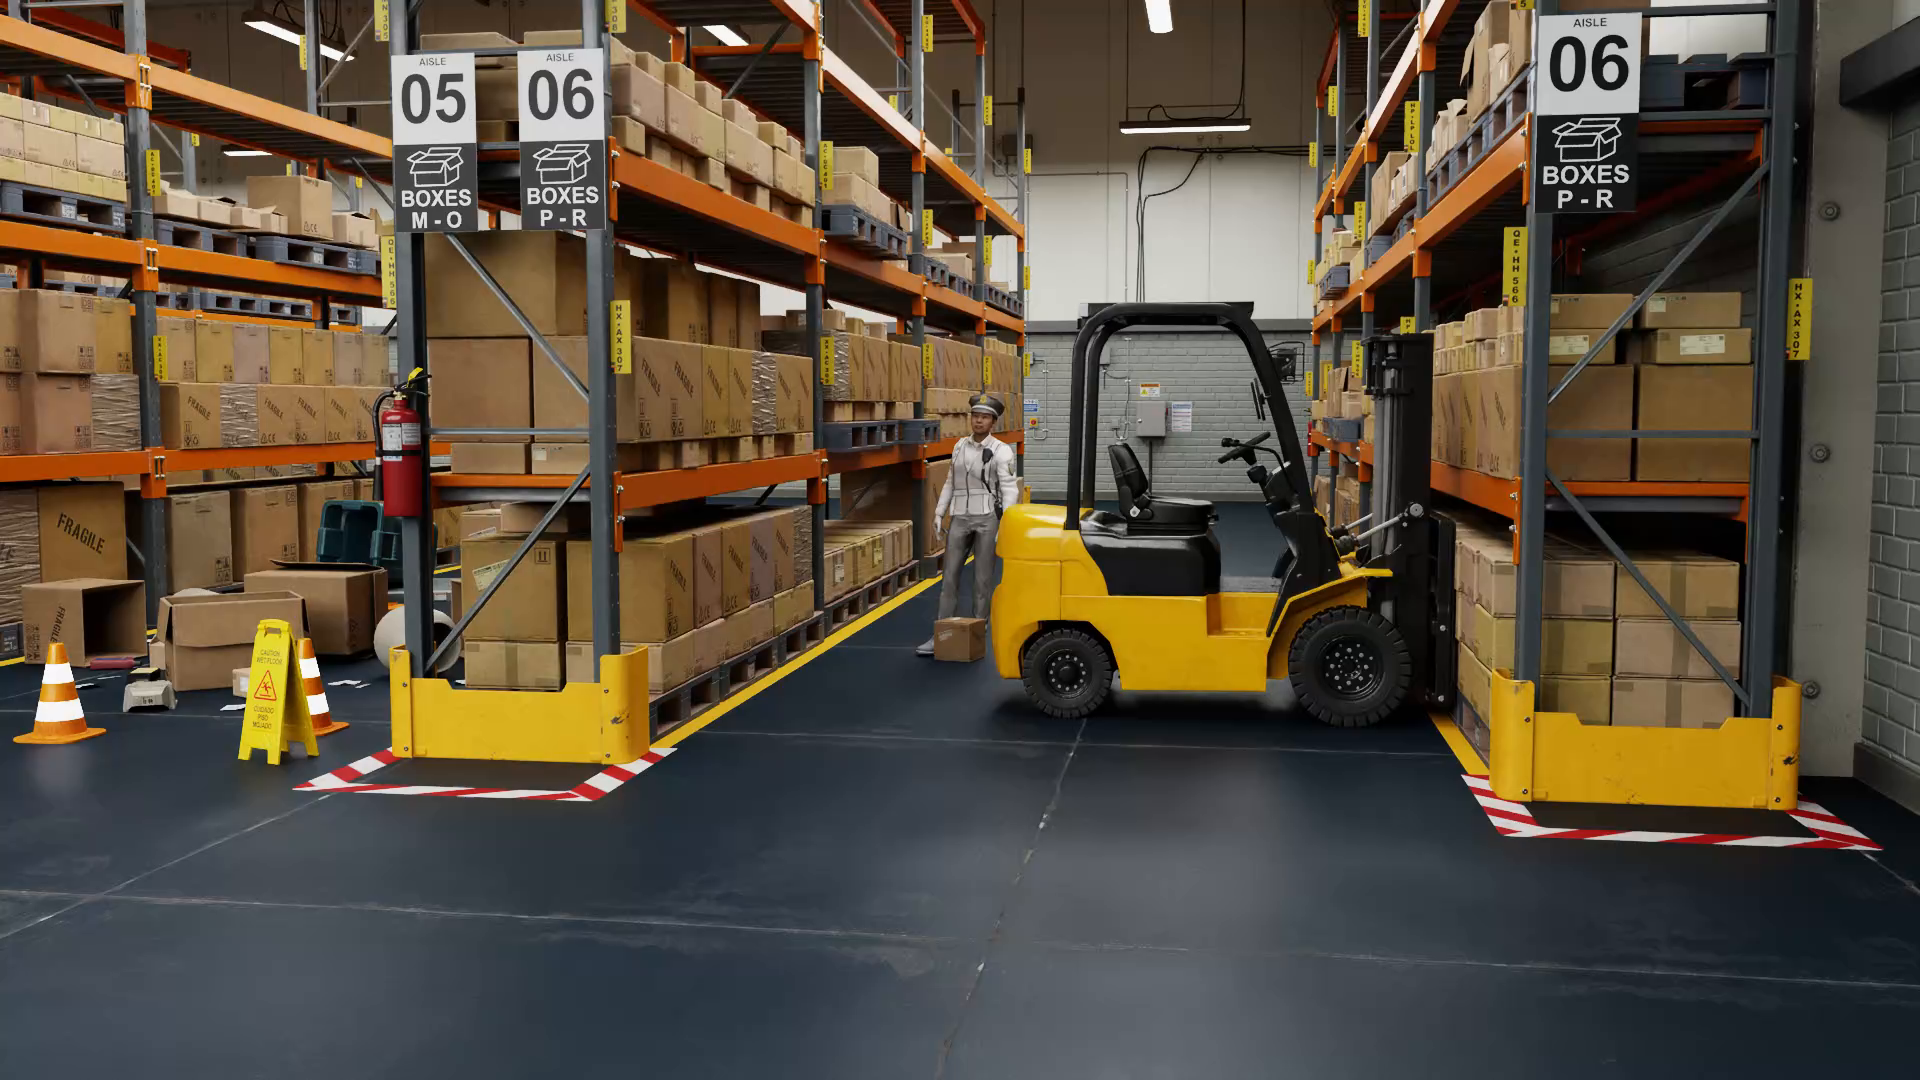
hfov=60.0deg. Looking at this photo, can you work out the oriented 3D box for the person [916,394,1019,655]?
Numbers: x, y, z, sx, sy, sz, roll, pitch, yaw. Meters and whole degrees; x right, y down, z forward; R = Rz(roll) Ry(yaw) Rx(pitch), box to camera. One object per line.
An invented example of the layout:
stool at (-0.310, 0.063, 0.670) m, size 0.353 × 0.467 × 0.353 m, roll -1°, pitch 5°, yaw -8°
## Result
person at (0.069, -0.103, 10.860) m, size 0.586 × 1.695 × 0.532 m, roll 2°, pitch 5°, yaw 28°
